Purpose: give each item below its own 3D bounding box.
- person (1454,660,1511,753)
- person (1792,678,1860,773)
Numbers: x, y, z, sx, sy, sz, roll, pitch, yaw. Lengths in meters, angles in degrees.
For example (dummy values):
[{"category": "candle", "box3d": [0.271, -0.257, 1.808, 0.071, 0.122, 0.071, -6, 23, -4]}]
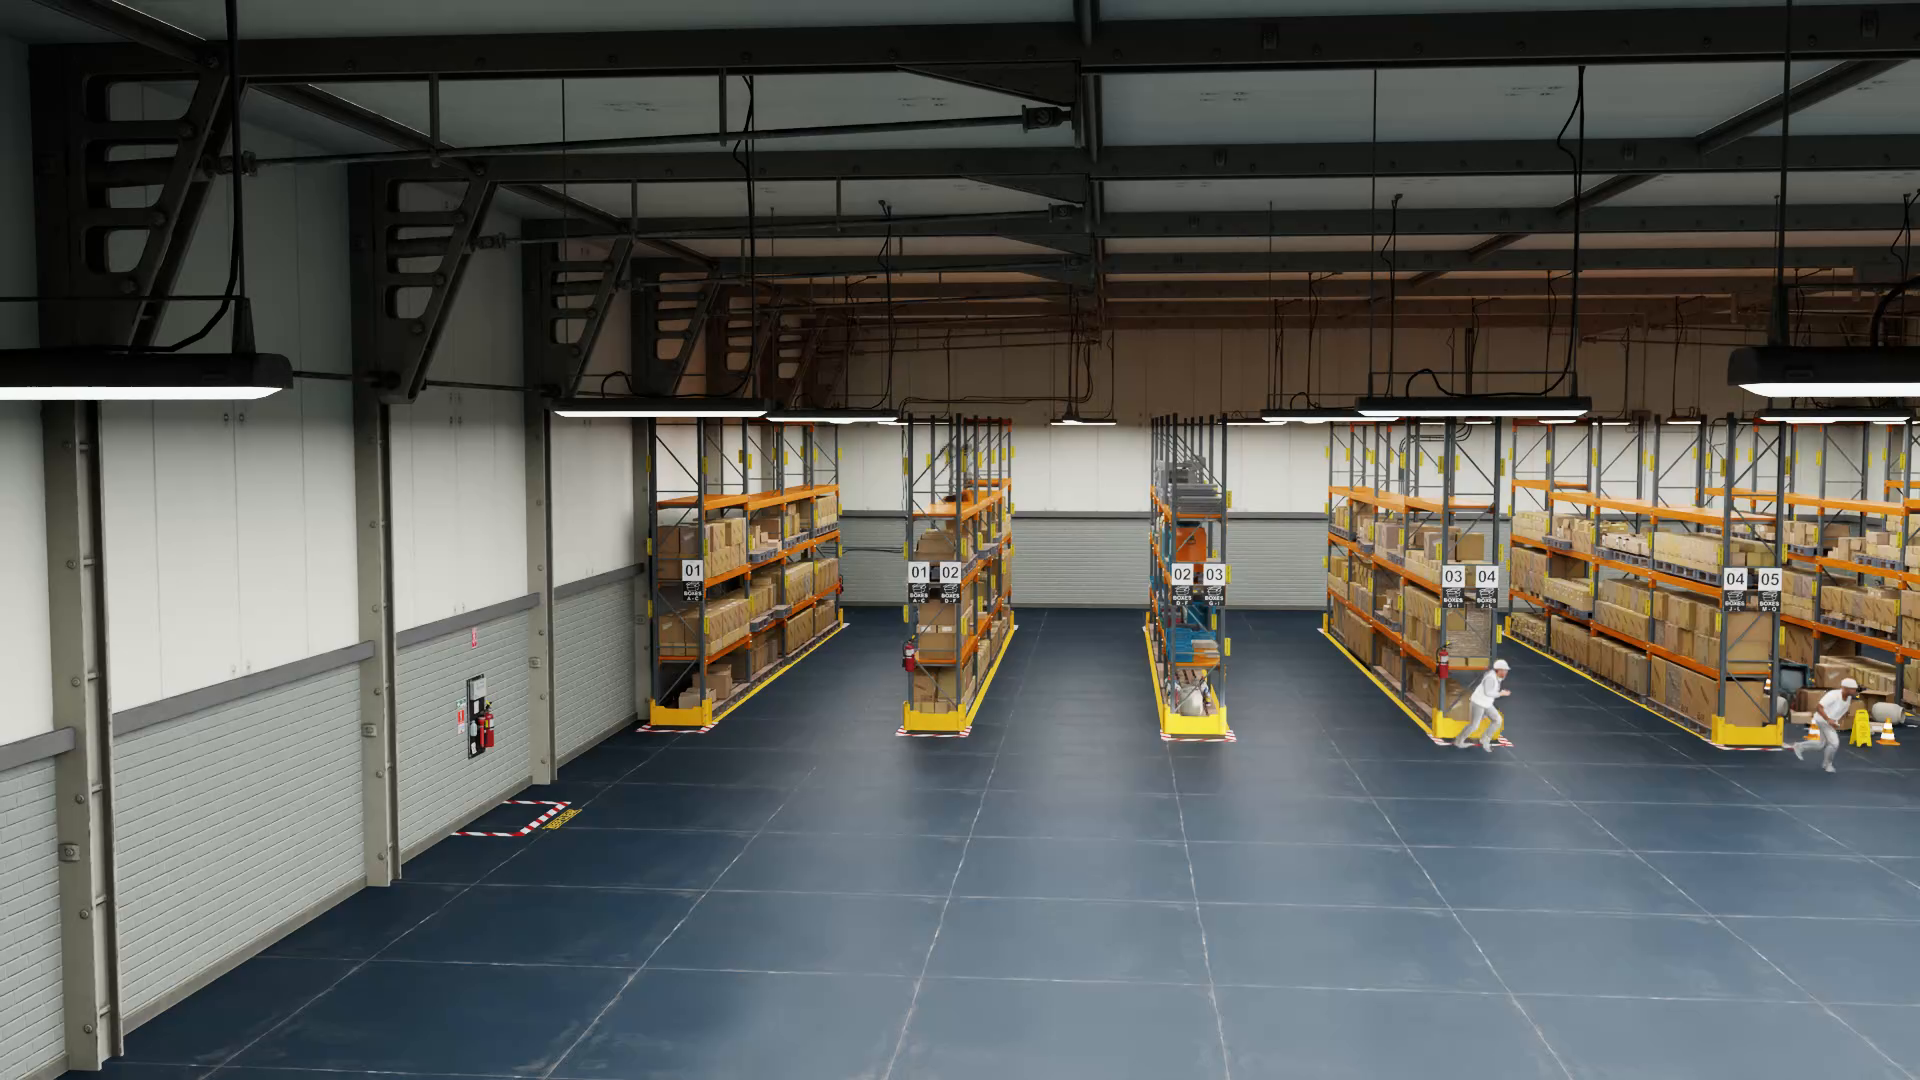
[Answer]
[{"category": "person", "box3d": [9.255, 2.934, 29.395, 0.975, 1.688, 0.696, 3, 5, 34]}, {"category": "person", "box3d": [14.506, 3.066, 27.869, 0.707, 1.599, 1.071, -3, 5, -34]}]
